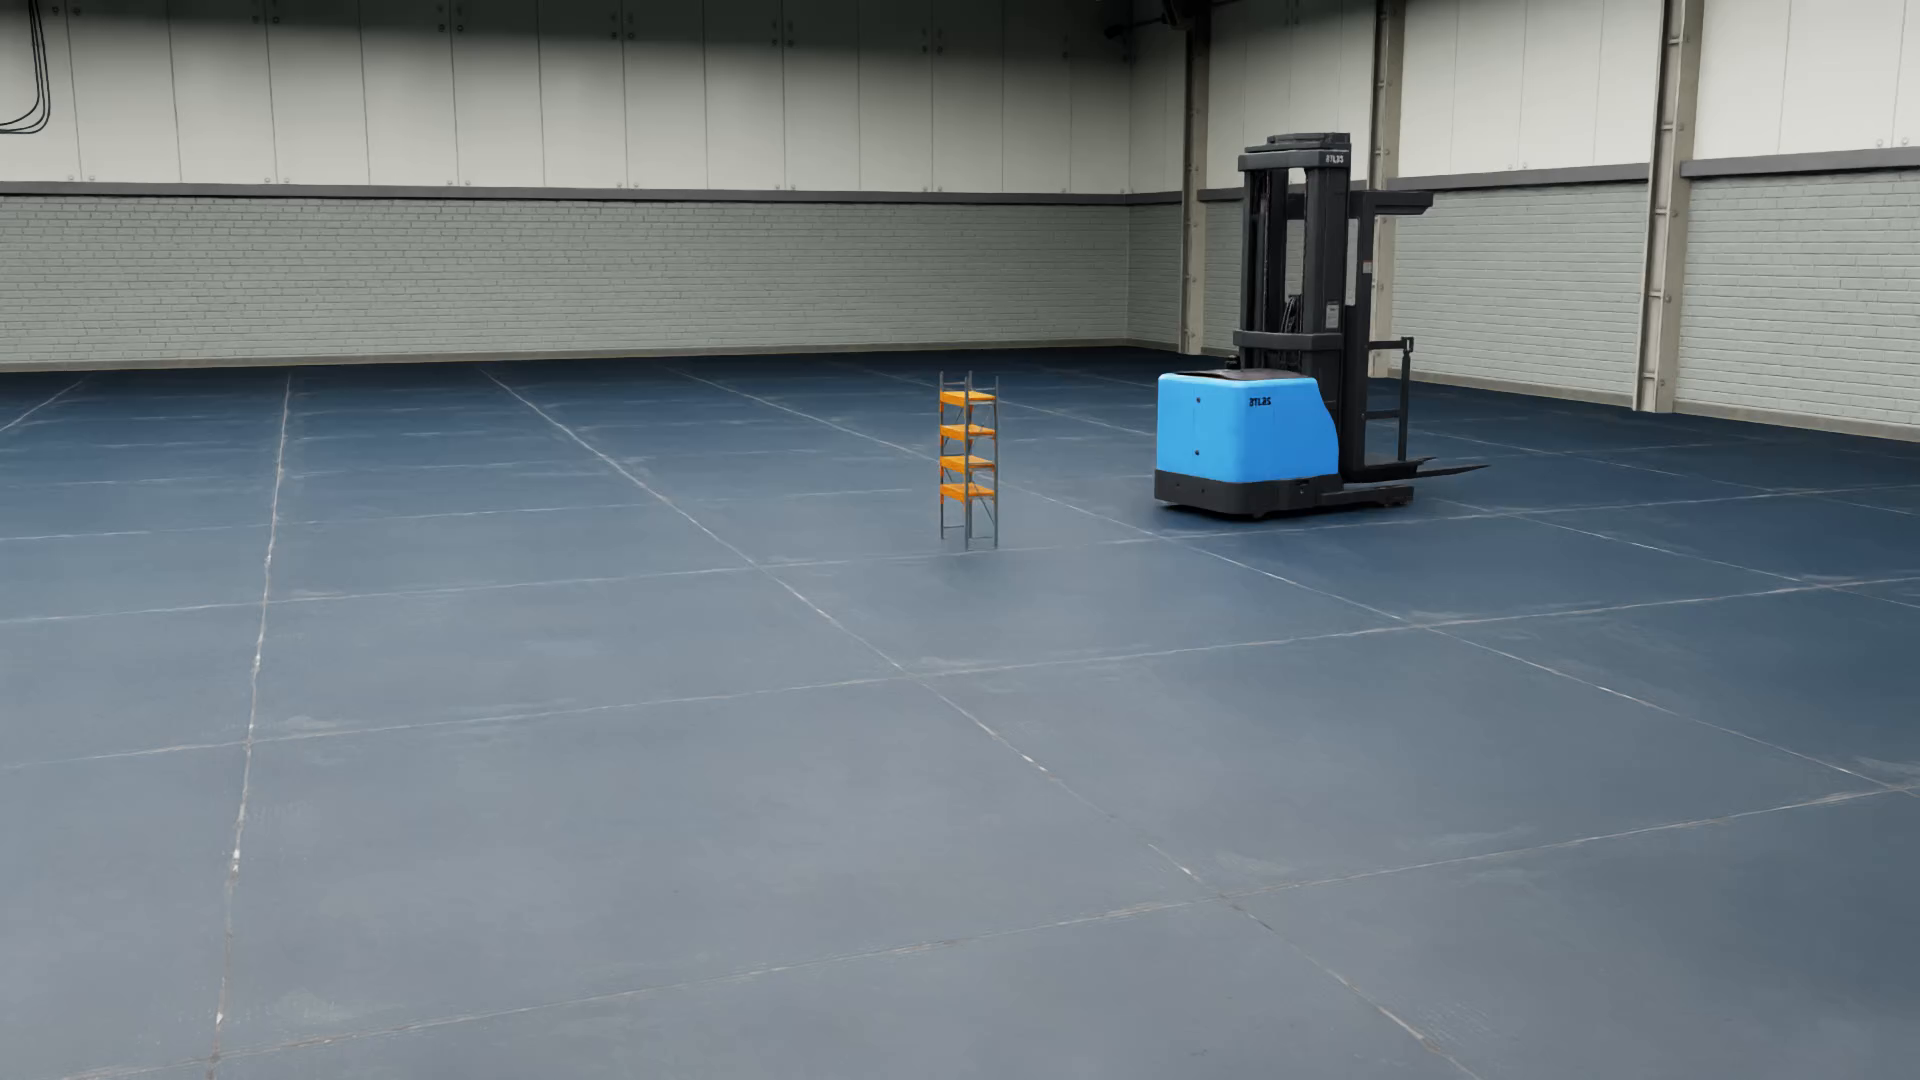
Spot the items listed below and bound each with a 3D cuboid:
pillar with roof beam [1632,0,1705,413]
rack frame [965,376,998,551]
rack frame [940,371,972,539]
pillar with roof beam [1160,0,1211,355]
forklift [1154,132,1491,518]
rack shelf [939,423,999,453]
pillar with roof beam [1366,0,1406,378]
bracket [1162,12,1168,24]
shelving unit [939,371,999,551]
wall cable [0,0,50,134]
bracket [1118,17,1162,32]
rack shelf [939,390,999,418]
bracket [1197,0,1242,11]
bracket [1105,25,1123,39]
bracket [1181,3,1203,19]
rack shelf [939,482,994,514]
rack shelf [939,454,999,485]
[{"bbox_3d":[4.786,-5.792,18.789,9.100,9.000,0.400,-4,11,-21],"label":"pillar with roof beam"},{"bbox_3d":[0.148,-0.524,11.439,0.240,1.200,0.015,-4,11,-21],"label":"rack frame"},{"bbox_3d":[-0.028,-0.604,11.887,0.240,1.200,0.015,-4,11,-21],"label":"rack frame"},{"bbox_3d":[0.437,-7.751,29.801,9.100,9.000,0.548,-4,11,-21],"label":"pillar with roof beam"},{"bbox_3d":[3.090,-1.777,13.541,3.031,2.935,1.130,-6,12,-31],"label":"forklift"},{"bbox_3d":[0.060,-0.718,11.636,0.258,0.148,0.480,-4,11,-21],"label":"rack shelf"},{"bbox_3d":[2.611,-6.772,24.295,9.100,9.000,0.400,-4,11,-21],"label":"pillar with roof beam"},{"bbox_3d":[3.968,-9.842,31.275,0.235,0.232,0.430,-4,11,-21],"label":"bracket"},{"bbox_3d":[0.060,-0.564,11.663,0.258,1.200,0.503,-4,11,-21],"label":"shelving unit"},{"bbox_3d":[-15.891,-8.864,26.348,2.305,6.003,0.169,-4,11,-21],"label":"wall cable"},{"bbox_3d":[3.323,-10.132,32.908,0.076,0.066,3.189,-4,11,-21],"label":"bracket"},{"bbox_3d":[0.060,-0.951,11.594,0.258,0.148,0.480,-4,11,-21],"label":"rack shelf"},{"bbox_3d":[5.203,-9.286,28.150,0.076,0.066,4.783,-4,11,-21],"label":"bracket"},{"bbox_3d":[3.109,-10.229,33.450,0.235,0.232,0.430,-4,11,-21],"label":"bracket"},{"bbox_3d":[4.269,-9.706,30.514,0.235,0.232,0.430,-4,11,-21],"label":"bracket"},{"bbox_3d":[0.060,-0.302,11.710,0.258,0.148,0.480,-4,11,-21],"label":"rack shelf"},{"bbox_3d":[0.060,-0.497,11.675,0.258,0.148,0.480,-4,11,-21],"label":"rack shelf"}]
